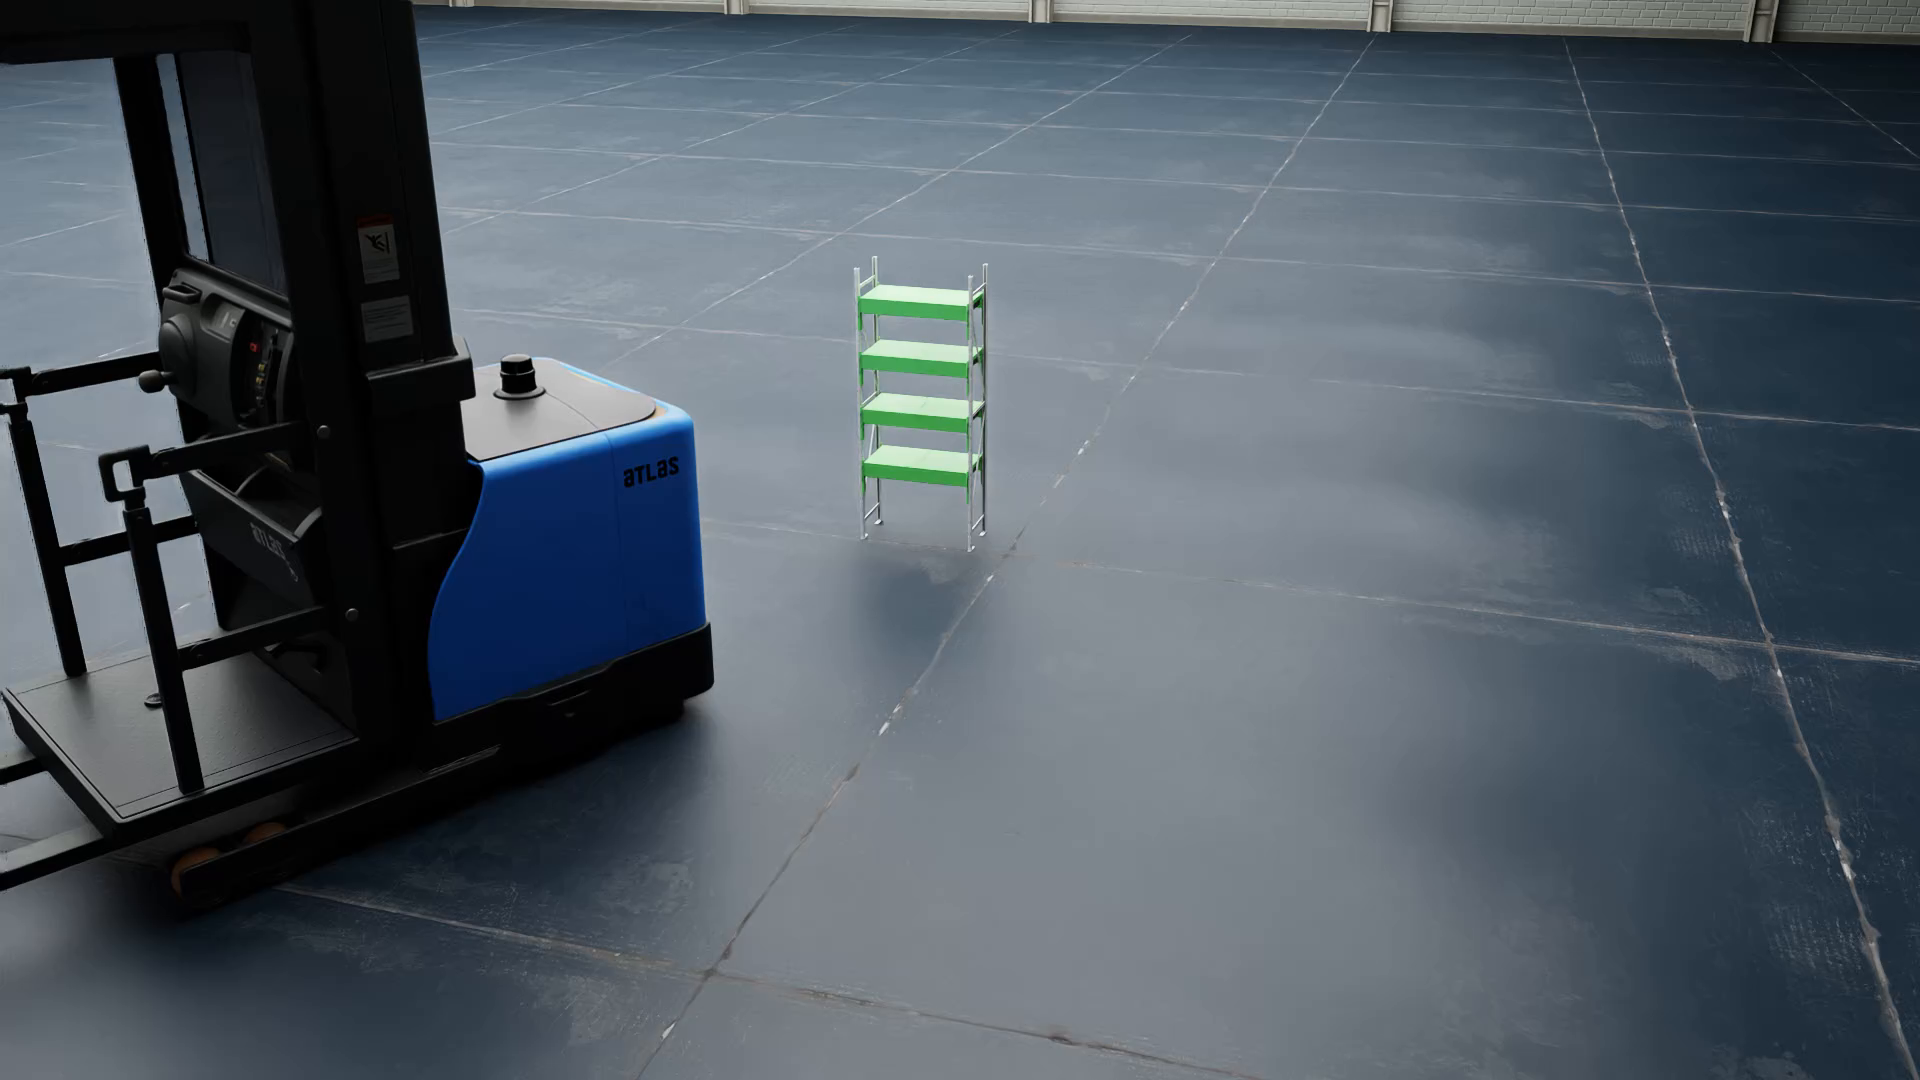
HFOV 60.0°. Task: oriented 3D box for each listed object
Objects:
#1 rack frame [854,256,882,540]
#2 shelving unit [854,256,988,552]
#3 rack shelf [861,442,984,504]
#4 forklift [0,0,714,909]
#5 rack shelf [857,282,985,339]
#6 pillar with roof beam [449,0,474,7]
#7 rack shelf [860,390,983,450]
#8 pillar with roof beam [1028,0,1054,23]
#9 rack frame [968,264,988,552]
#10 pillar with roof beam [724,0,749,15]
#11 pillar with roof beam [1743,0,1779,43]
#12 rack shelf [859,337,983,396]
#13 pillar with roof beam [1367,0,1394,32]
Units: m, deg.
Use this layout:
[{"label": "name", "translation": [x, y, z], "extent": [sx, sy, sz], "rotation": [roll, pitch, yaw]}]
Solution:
[{"label": "rack frame", "translation": [-0.392, -0.600, 7.152], "extent": [0.015, 1.200, 0.240], "rotation": [7, 23, 16]}, {"label": "shelving unit", "translation": [-0.158, -0.573, 7.087], "extent": [0.503, 1.200, 0.258], "rotation": [7, 23, 16]}, {"label": "rack shelf", "translation": [-0.158, -0.292, 7.202], "extent": [0.480, 0.148, 0.258], "rotation": [7, 23, 16]}, {"label": "forklift", "translation": [-2.284, -0.534, 4.710], "extent": [3.031, 2.935, 1.130], "rotation": [-20, 29, -39]}, {"label": "rack shelf", "translation": [-0.158, -0.958, 6.929], "extent": [0.480, 0.148, 0.258], "rotation": [7, 23, 16]}, {"label": "pillar with roof beam", "translation": [-11.256, -13.340, 27.933], "extent": [0.400, 9.000, 9.100], "rotation": [7, 23, 16]}, {"label": "rack shelf", "translation": [-0.158, -0.514, 7.111], "extent": [0.480, 0.148, 0.258], "rotation": [7, 23, 16]}, {"label": "pillar with roof beam", "translation": [0.232, -12.024, 24.726], "extent": [0.400, 9.000, 9.100], "rotation": [7, 23, 16]}, {"label": "rack frame", "translation": [0.075, -0.547, 7.021], "extent": [0.015, 1.200, 0.240], "rotation": [7, 23, 16]}, {"label": "pillar with roof beam", "translation": [-5.512, -12.682, 26.329], "extent": [0.400, 9.000, 9.100], "rotation": [7, 23, 16]}, {"label": "pillar with roof beam", "translation": [11.721, -10.709, 21.519], "extent": [0.400, 9.000, 9.100], "rotation": [7, 23, 16]}, {"label": "rack shelf", "translation": [-0.158, -0.736, 7.020], "extent": [0.480, 0.148, 0.258], "rotation": [7, 23, 16]}, {"label": "pillar with roof beam", "translation": [5.976, -11.366, 23.123], "extent": [0.400, 9.000, 9.100], "rotation": [7, 23, 16]}]
